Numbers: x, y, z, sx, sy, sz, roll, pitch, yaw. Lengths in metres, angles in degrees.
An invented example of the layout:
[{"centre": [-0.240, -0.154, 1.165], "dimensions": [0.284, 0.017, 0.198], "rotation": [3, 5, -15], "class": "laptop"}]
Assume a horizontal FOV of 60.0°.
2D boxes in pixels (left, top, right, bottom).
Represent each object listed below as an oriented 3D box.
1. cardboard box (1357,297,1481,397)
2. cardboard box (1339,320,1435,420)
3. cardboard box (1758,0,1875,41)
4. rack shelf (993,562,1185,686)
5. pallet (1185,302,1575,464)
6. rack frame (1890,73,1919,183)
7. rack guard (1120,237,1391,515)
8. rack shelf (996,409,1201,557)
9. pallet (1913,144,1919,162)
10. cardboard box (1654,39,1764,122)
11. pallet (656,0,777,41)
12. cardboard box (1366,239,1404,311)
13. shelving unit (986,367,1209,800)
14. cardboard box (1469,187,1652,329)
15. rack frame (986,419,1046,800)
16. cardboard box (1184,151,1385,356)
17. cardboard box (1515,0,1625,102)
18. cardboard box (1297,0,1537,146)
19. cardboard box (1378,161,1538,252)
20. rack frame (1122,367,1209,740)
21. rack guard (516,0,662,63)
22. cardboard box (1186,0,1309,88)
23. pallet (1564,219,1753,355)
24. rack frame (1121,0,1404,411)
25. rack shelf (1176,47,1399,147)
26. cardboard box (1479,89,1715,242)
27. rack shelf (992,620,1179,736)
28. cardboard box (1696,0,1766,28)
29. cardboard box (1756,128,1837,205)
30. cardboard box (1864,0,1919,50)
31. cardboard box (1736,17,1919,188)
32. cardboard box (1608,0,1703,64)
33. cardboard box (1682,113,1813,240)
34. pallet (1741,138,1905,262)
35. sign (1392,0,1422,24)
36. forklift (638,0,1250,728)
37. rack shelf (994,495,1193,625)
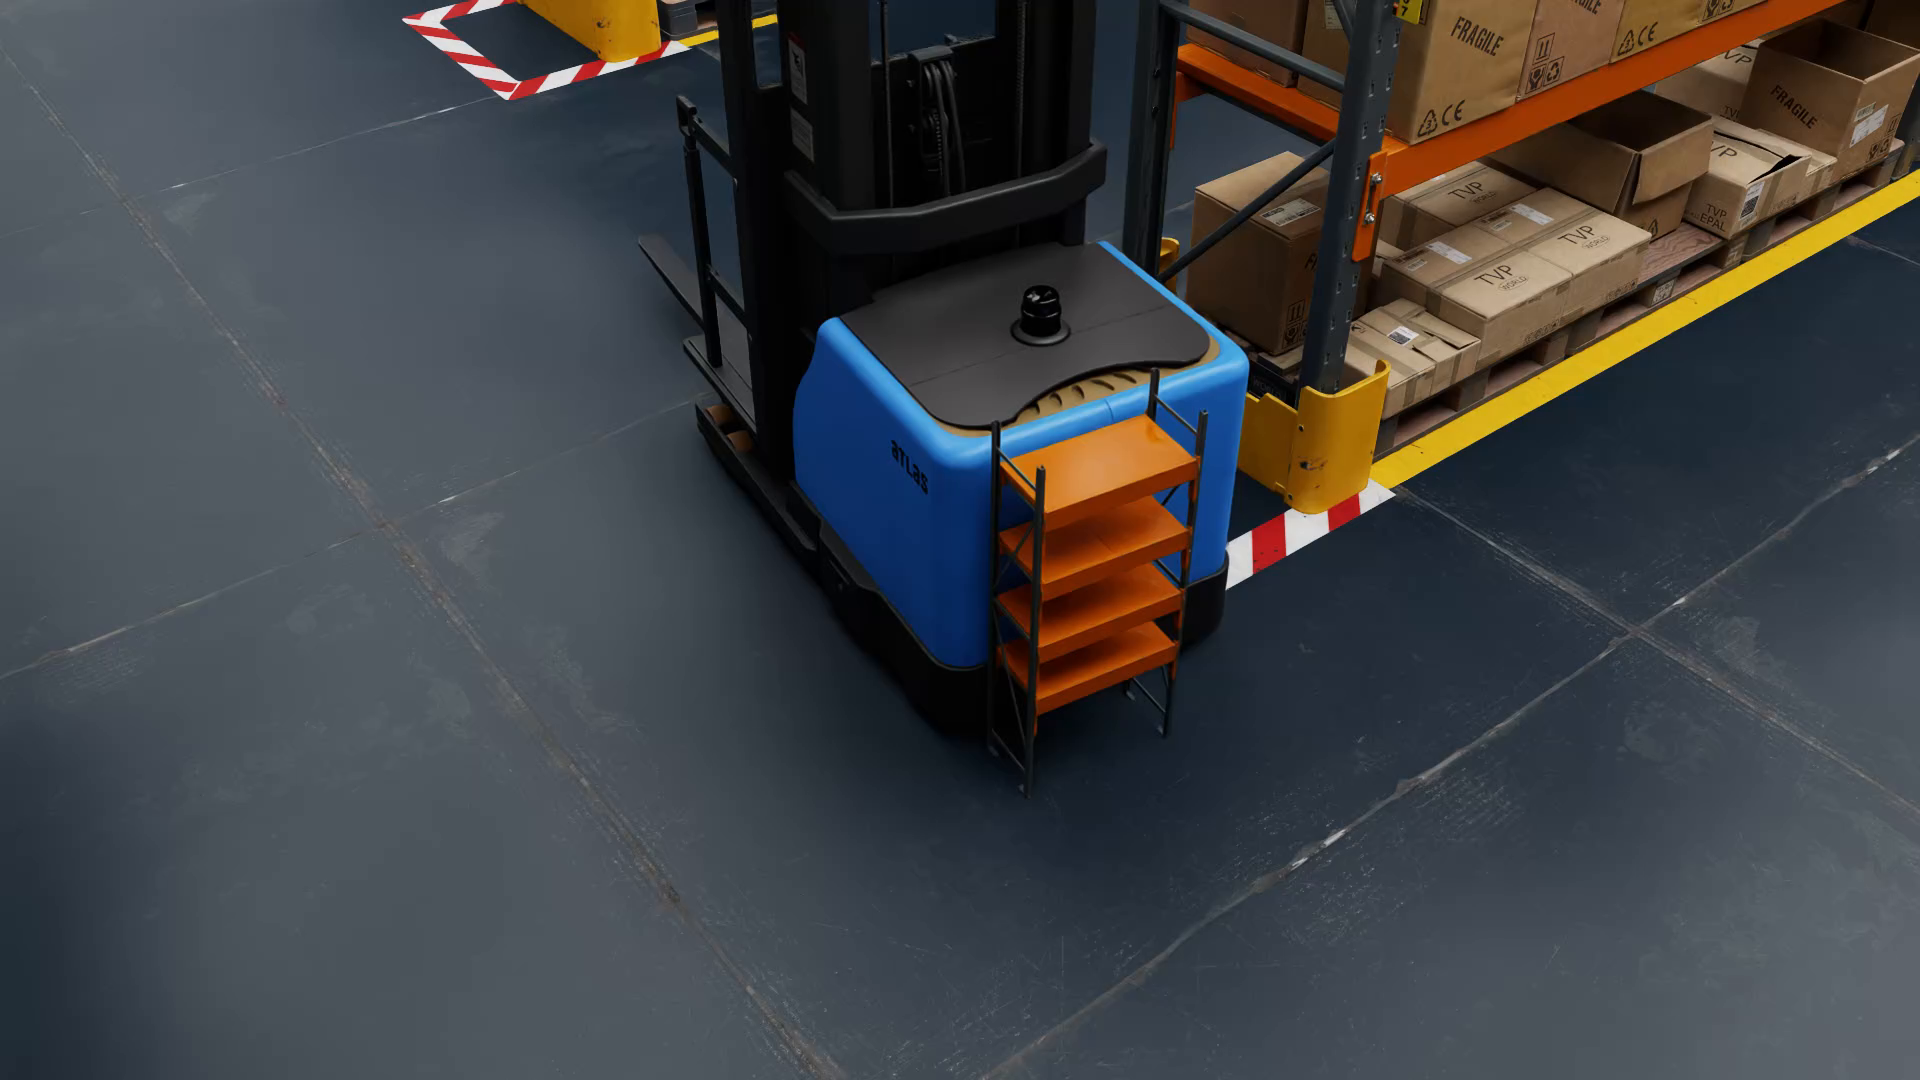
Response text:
[{"centre": [1.687, -0.724, 6.154], "dimensions": [0.250, 0.166, 0.380], "rotation": [-26, 46, -28], "class": "cardboard box"}, {"centre": [1.489, -0.620, 6.042], "dimensions": [0.250, 0.149, 0.380], "rotation": [-26, 46, -28], "class": "cardboard box"}, {"centre": [4.335, -2.648, 8.236], "dimensions": [0.500, 0.500, 0.500], "rotation": [-26, 46, -28], "class": "cardboard box"}, {"centre": [0.358, 0.199, 4.666], "dimensions": [0.480, 0.148, 0.258], "rotation": [-19, 43, -22], "class": "rack shelf"}, {"centre": [1.639, -0.823, 6.587], "dimensions": [1.213, 0.211, 1.003], "rotation": [-26, 46, -28], "class": "pallet"}, {"centre": [4.119, -3.109, 7.175], "dimensions": [0.127, 3.000, 1.000], "rotation": [-26, 46, -28], "class": "rack frame"}, {"centre": [1.007, -0.626, 6.119], "dimensions": [0.348, 0.500, 1.175], "rotation": [-26, 46, -28], "class": "rack guard"}, {"centre": [0.358, -0.156, 4.373], "dimensions": [0.480, 0.148, 0.258], "rotation": [-19, 43, -22], "class": "rack shelf"}, {"centre": [4.741, -2.364, 8.466], "dimensions": [1.213, 0.211, 1.003], "rotation": [-26, 46, -28], "class": "pallet"}, {"centre": [3.654, -2.186, 7.823], "dimensions": [0.500, 0.311, 0.500], "rotation": [-26, 46, -28], "class": "cardboard box"}, {"centre": [-1.391, -3.277, 9.578], "dimensions": [1.213, 0.211, 1.003], "rotation": [-26, 46, -28], "class": "pallet"}, {"centre": [1.604, -1.083, 6.592], "dimensions": [0.250, 0.166, 0.380], "rotation": [-26, 46, -28], "class": "cardboard box"}, {"centre": [0.358, 0.147, 4.623], "dimensions": [0.503, 1.200, 0.258], "rotation": [-19, 43, -22], "class": "shelving unit"}, {"centre": [2.344, -1.124, 6.576], "dimensions": [0.500, 0.250, 0.500], "rotation": [-26, 46, -28], "class": "cardboard box"}, {"centre": [0.145, 0.223, 4.532], "dimensions": [0.015, 1.200, 0.240], "rotation": [-19, 43, -22], "class": "rack frame"}, {"centre": [1.228, -1.101, 6.351], "dimensions": [0.500, 0.500, 0.500], "rotation": [-26, 46, -28], "class": "cardboard box"}, {"centre": [1.865, -1.843, 5.553], "dimensions": [0.500, 0.500, 0.500], "rotation": [-26, 46, -28], "class": "cardboard box"}, {"centre": [1.460, -1.641, 5.306], "dimensions": [0.500, 0.500, 0.500], "rotation": [-25, 46, -27], "class": "cardboard box"}, {"centre": [2.000, -1.356, 6.859], "dimensions": [0.500, 0.250, 0.500], "rotation": [-26, 46, -28], "class": "cardboard box"}, {"centre": [0.571, 0.072, 4.715], "dimensions": [0.015, 1.200, 0.240], "rotation": [-19, 43, -22], "class": "rack frame"}, {"centre": [-2.079, -3.073, 9.102], "dimensions": [0.348, 0.500, 1.175], "rotation": [-26, 46, -28], "class": "rack guard"}, {"centre": [1.136, -1.912, 5.637], "dimensions": [0.500, 0.500, 0.500], "rotation": [-25, 45, -27], "class": "cardboard box"}, {"centre": [2.606, -1.292, 7.159], "dimensions": [1.213, 0.211, 1.003], "rotation": [-26, 46, -28], "class": "pallet"}, {"centre": [0.947, -1.563, 5.290], "dimensions": [0.127, 3.000, 1.000], "rotation": [-26, 46, -28], "class": "rack frame"}, {"centre": [2.533, -2.134, 6.399], "dimensions": [3.809, 0.124, 0.919], "rotation": [-26, 46, -28], "class": "rack shelf"}, {"centre": [2.632, -1.585, 6.939], "dimensions": [0.637, 0.503, 0.797], "rotation": [-26, 46, -28], "class": "cardboard box"}, {"centre": [0.357, 0.352, 4.793], "dimensions": [0.480, 0.148, 0.258], "rotation": [-19, 43, -22], "class": "rack shelf"}, {"centre": [2.663, -2.228, 6.022], "dimensions": [0.500, 0.500, 0.500], "rotation": [-25, 46, -28], "class": "cardboard box"}, {"centre": [3.579, -1.639, 7.284], "dimensions": [0.250, 0.149, 0.380], "rotation": [-26, 46, -28], "class": "cardboard box"}, {"centre": [4.651, -2.377, 7.907], "dimensions": [0.500, 0.500, 0.500], "rotation": [-28, 47, -30], "class": "cardboard box"}, {"centre": [3.840, -1.950, 7.386], "dimensions": [0.500, 0.500, 0.500], "rotation": [-26, 46, -28], "class": "cardboard box"}, {"centre": [2.265, -2.035, 5.787], "dimensions": [0.500, 0.500, 0.500], "rotation": [-26, 46, -28], "class": "cardboard box"}, {"centre": [3.245, -1.587, 7.093], "dimensions": [0.500, 0.311, 0.500], "rotation": [-26, 46, -28], "class": "cardboard box"}, {"centre": [3.574, -1.766, 7.736], "dimensions": [1.213, 0.211, 1.003], "rotation": [-26, 46, -28], "class": "pallet"}, {"centre": [1.278, -1.625, 4.683], "dimensions": [0.005, 0.325, 0.100], "rotation": [-26, 46, -28], "class": "sign"}, {"centre": [-0.315, -1.492, 5.258], "dimensions": [1.130, 2.935, 3.031], "rotation": [-19, 43, -22], "class": "forklift"}, {"centre": [0.358, 0.027, 4.524], "dimensions": [0.480, 0.148, 0.258], "rotation": [-19, 43, -22], "class": "rack shelf"}]
